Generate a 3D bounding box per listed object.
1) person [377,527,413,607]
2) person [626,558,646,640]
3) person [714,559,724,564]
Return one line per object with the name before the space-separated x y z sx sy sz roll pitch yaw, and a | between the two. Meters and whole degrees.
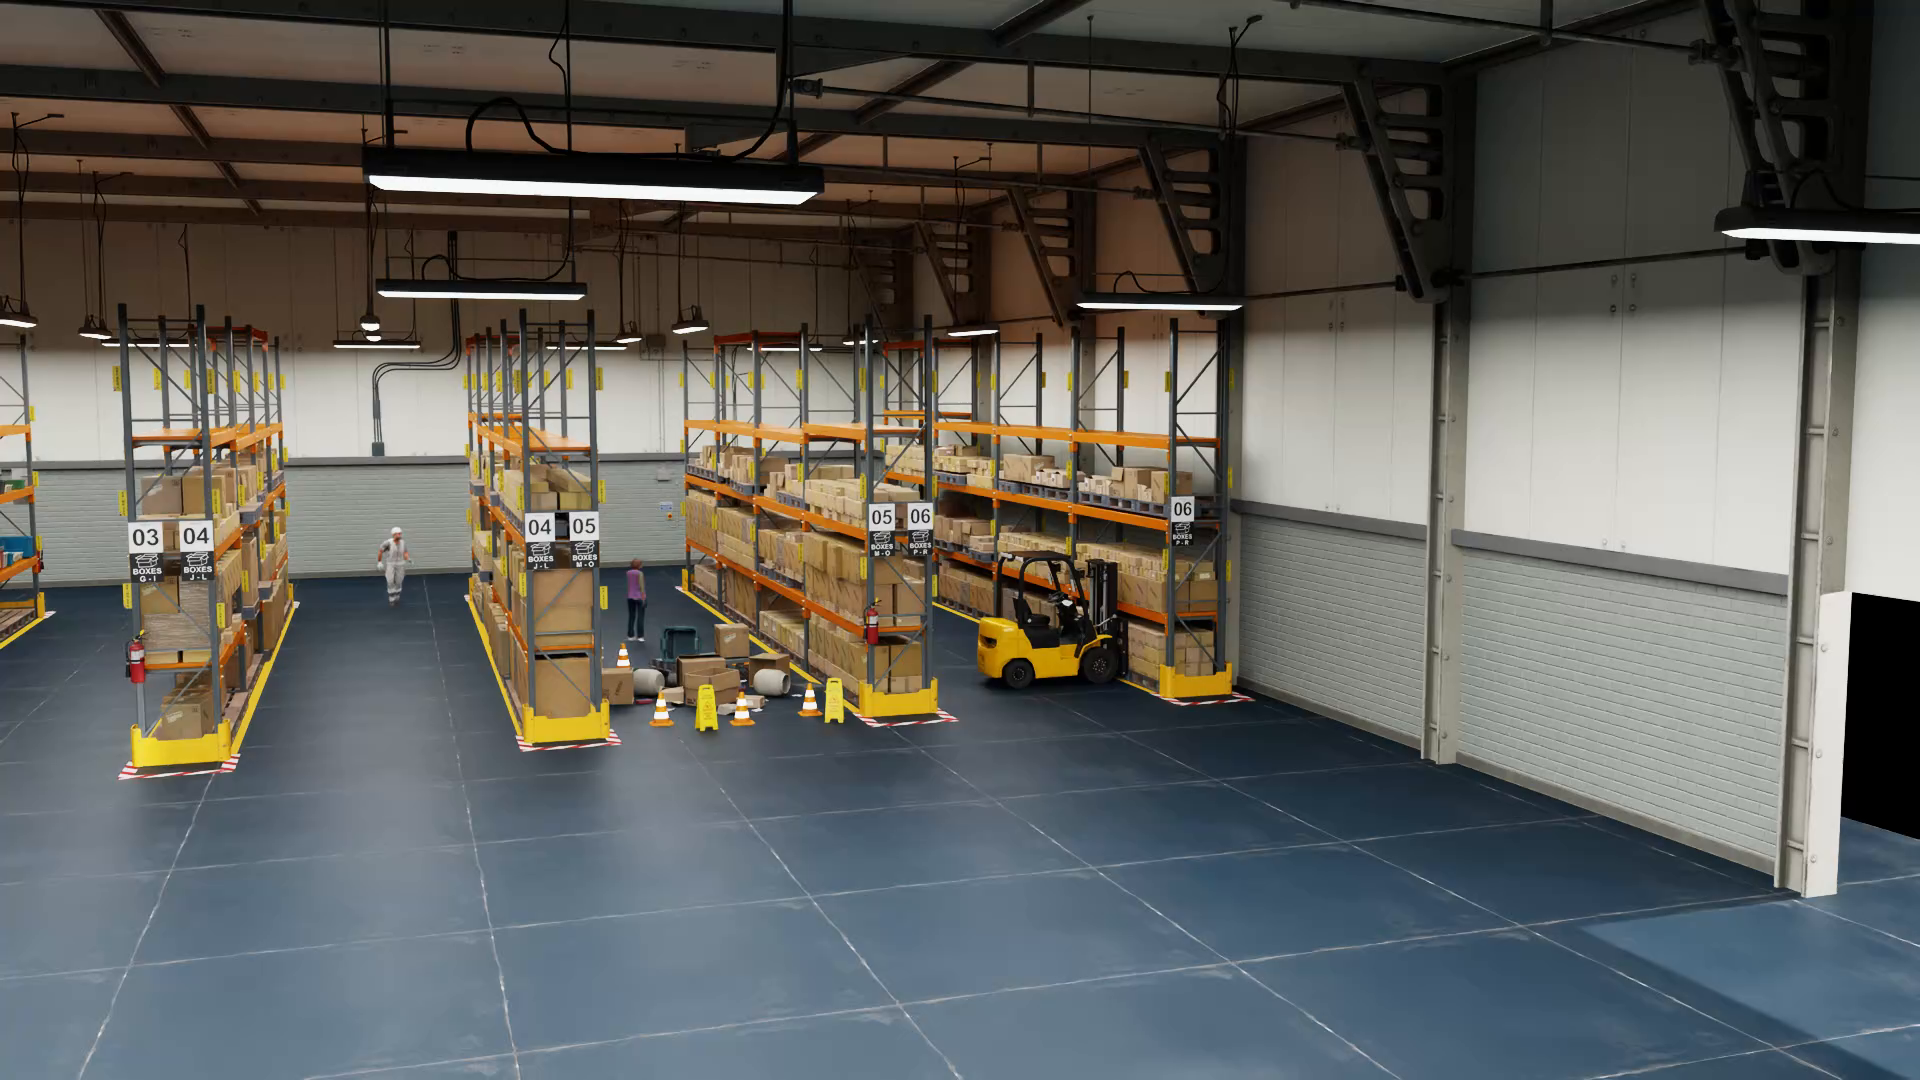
person | -12.744 0.610 37.540 0.773 1.808 0.877 -2 6 -17
person | -6.269 1.150 32.216 0.425 1.607 0.327 2 6 18
person | -6.074 0.150 42.022 0.619 1.824 0.479 -1 5 -8
